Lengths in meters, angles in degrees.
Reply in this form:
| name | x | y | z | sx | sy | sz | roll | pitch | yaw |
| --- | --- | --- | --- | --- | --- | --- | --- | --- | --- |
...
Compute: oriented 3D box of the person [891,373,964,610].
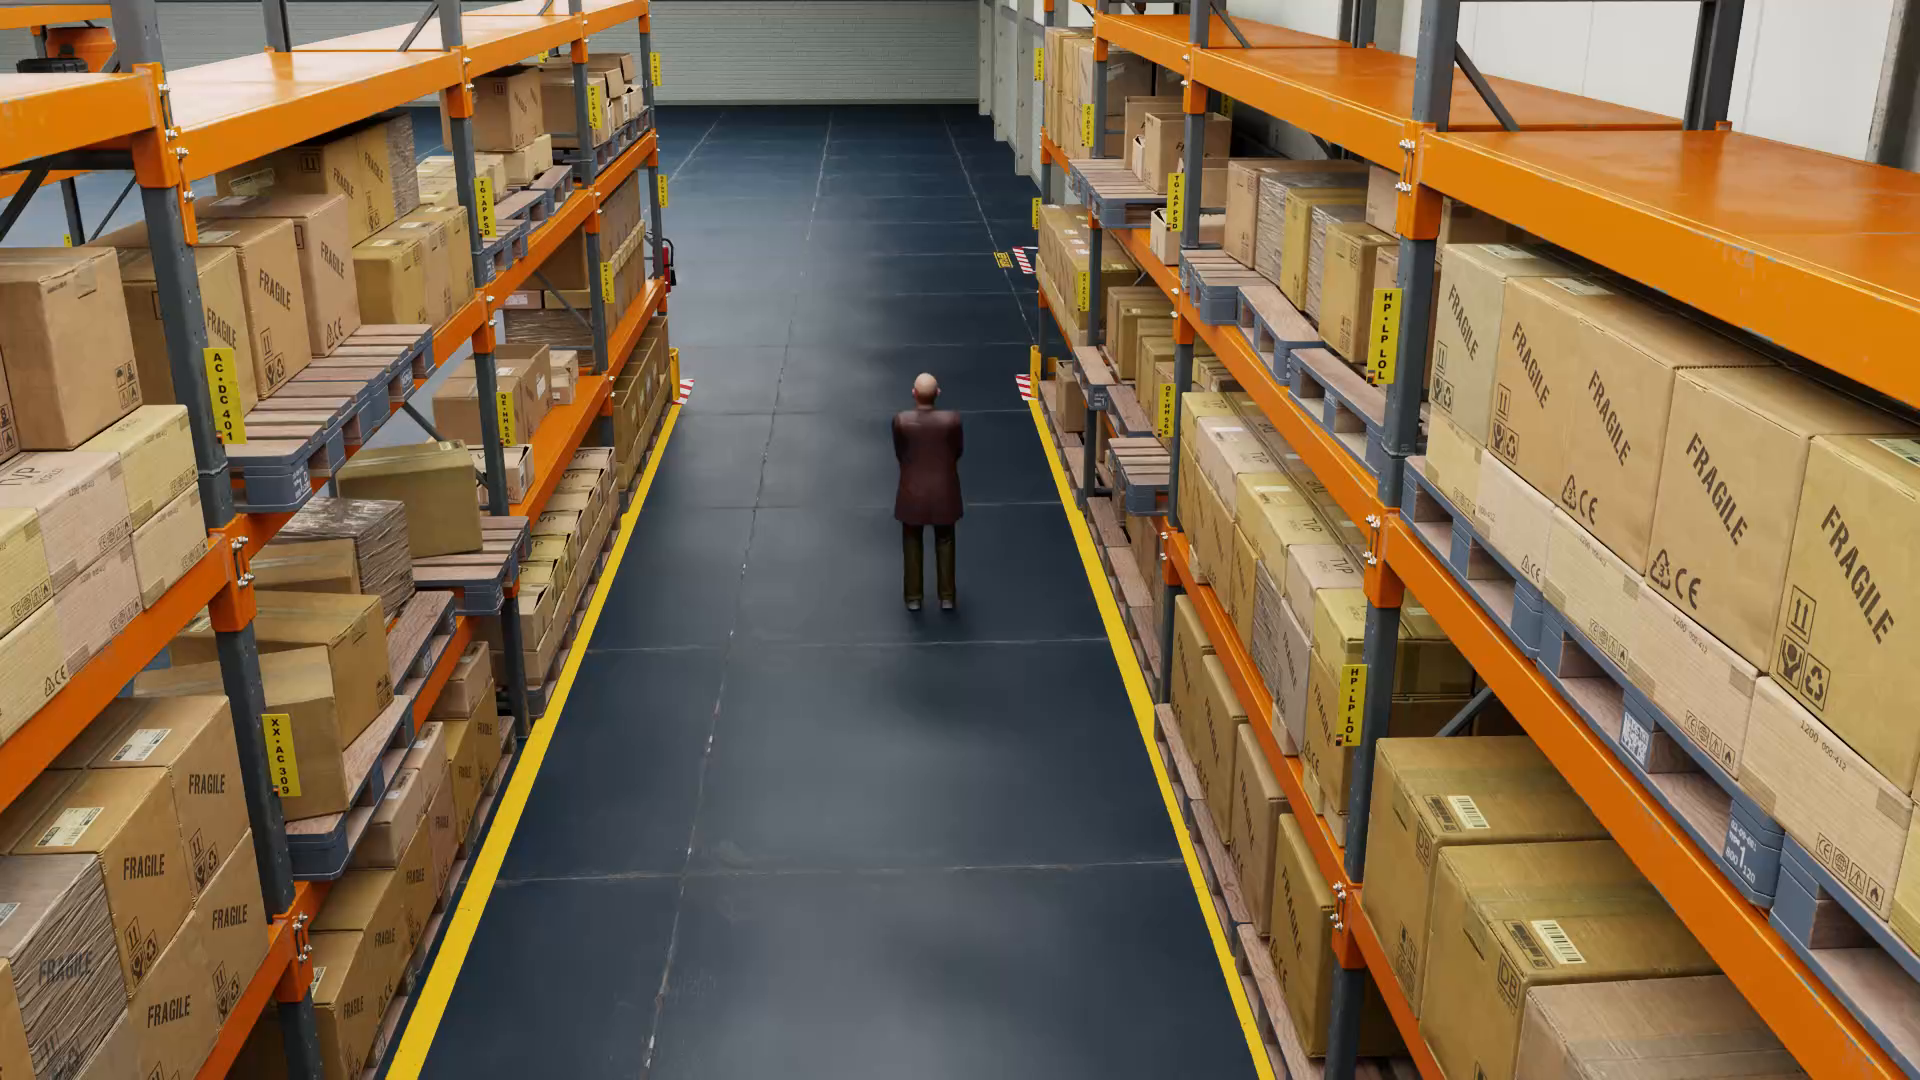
| name | x | y | z | sx | sy | sz | roll | pitch | yaw |
| --- | --- | --- | --- | --- | --- | --- | --- | --- | --- |
| person | -0.236 | -0.394 | 12.182 | 0.527 | 1.775 | 0.556 | -1 | 20 | -2 |
